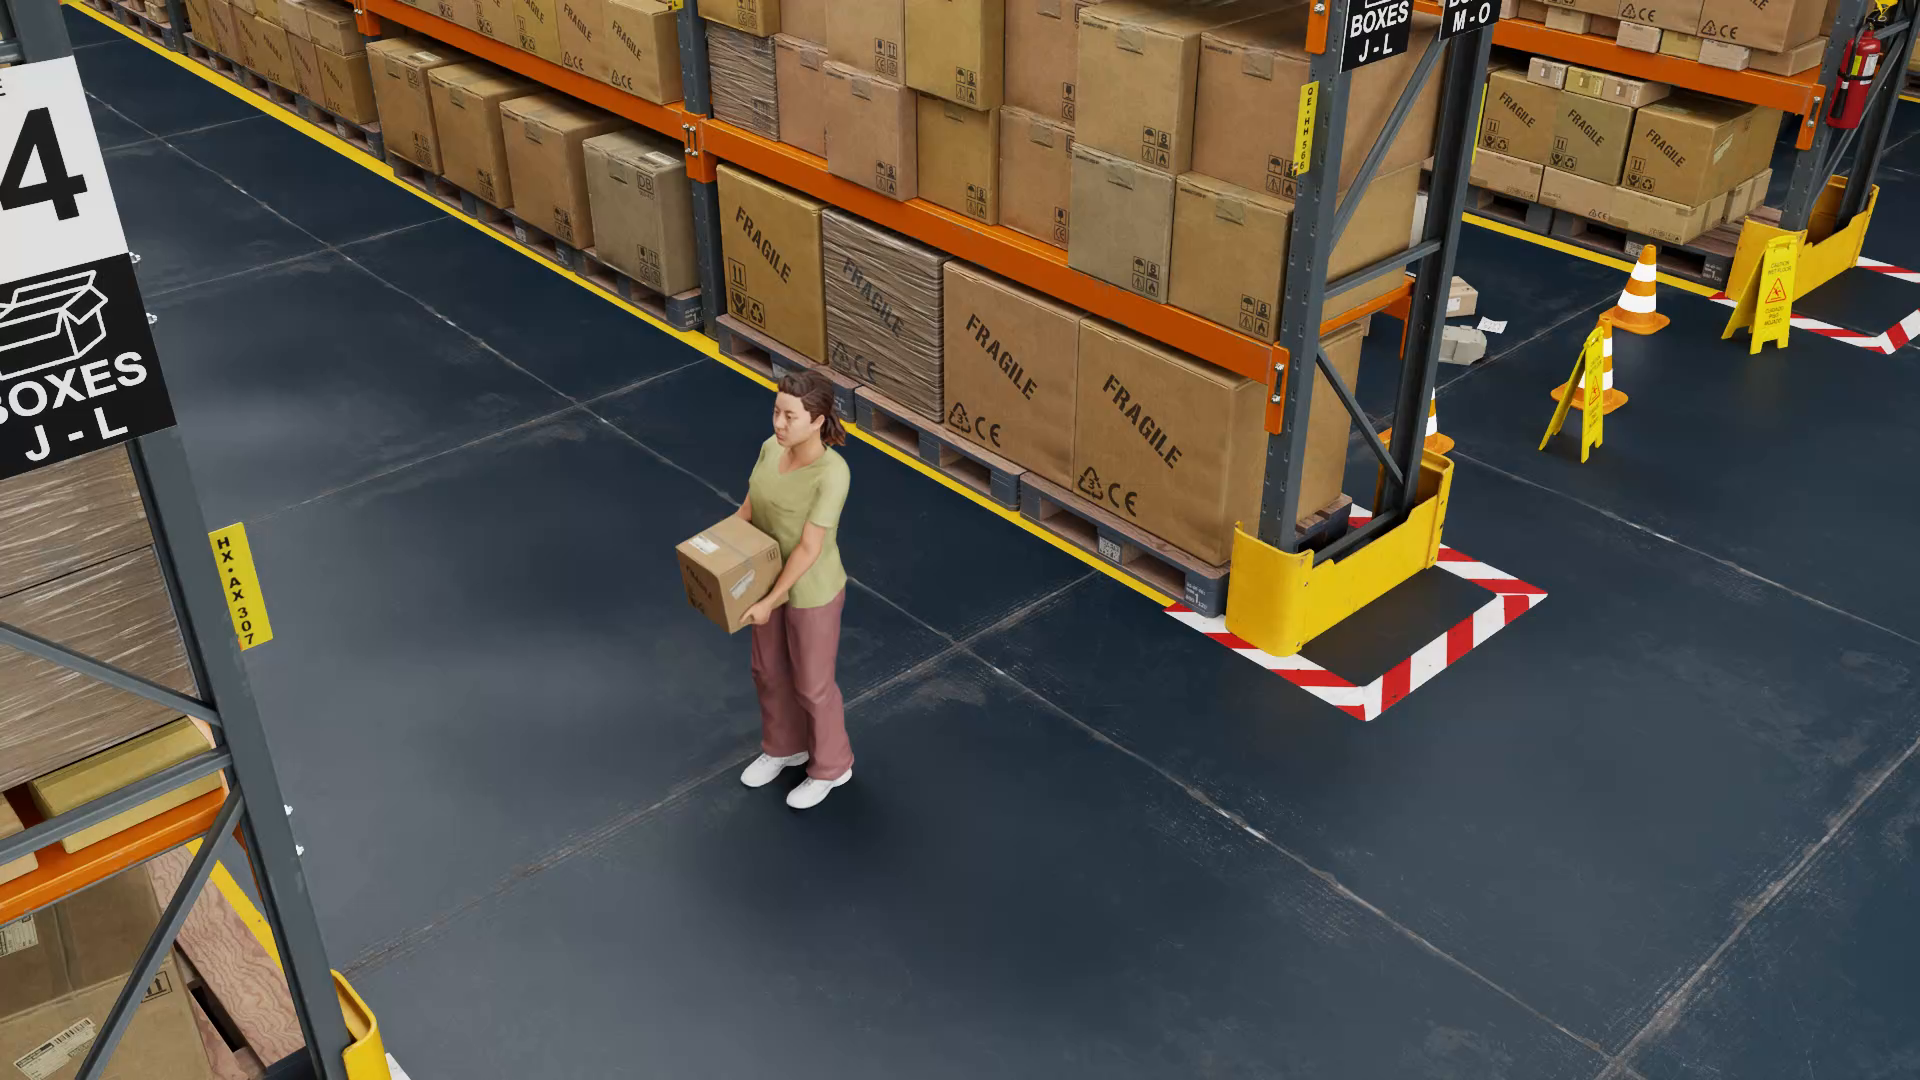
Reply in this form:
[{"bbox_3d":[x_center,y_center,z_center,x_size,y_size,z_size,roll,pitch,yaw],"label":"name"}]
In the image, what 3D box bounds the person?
[{"bbox_3d":[-0.618,0.200,5.826,0.554,1.666,0.425,-25,40,-35],"label":"person"}]
